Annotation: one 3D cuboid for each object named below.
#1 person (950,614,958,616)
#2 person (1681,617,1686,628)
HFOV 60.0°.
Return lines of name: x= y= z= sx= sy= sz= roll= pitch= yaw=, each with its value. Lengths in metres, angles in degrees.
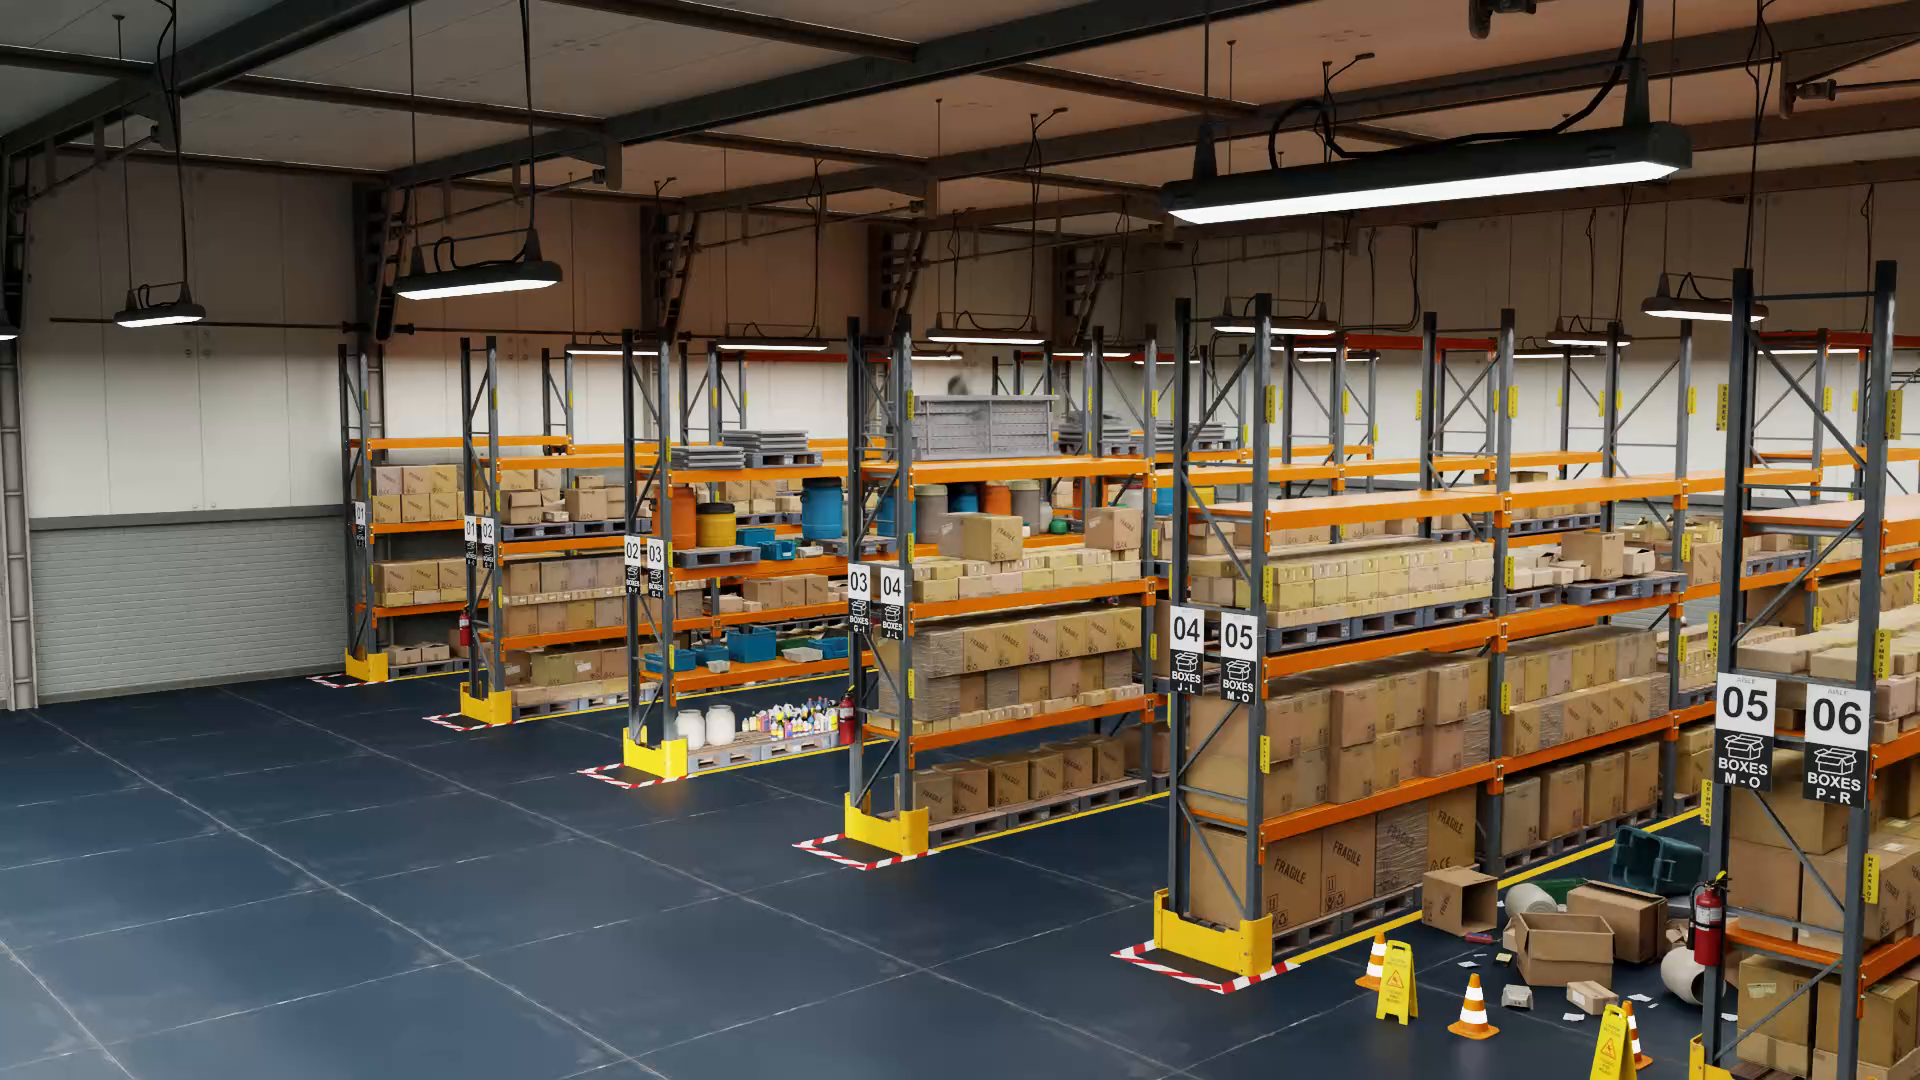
person: x=-0.334 y=1.436 z=28.680 sx=0.715 sy=1.781 sz=0.854 roll=5 pitch=7 yaw=41
person: x=10.850 y=2.028 z=25.162 sx=0.959 sy=1.796 sz=0.691 roll=-3 pitch=6 yaw=-34
